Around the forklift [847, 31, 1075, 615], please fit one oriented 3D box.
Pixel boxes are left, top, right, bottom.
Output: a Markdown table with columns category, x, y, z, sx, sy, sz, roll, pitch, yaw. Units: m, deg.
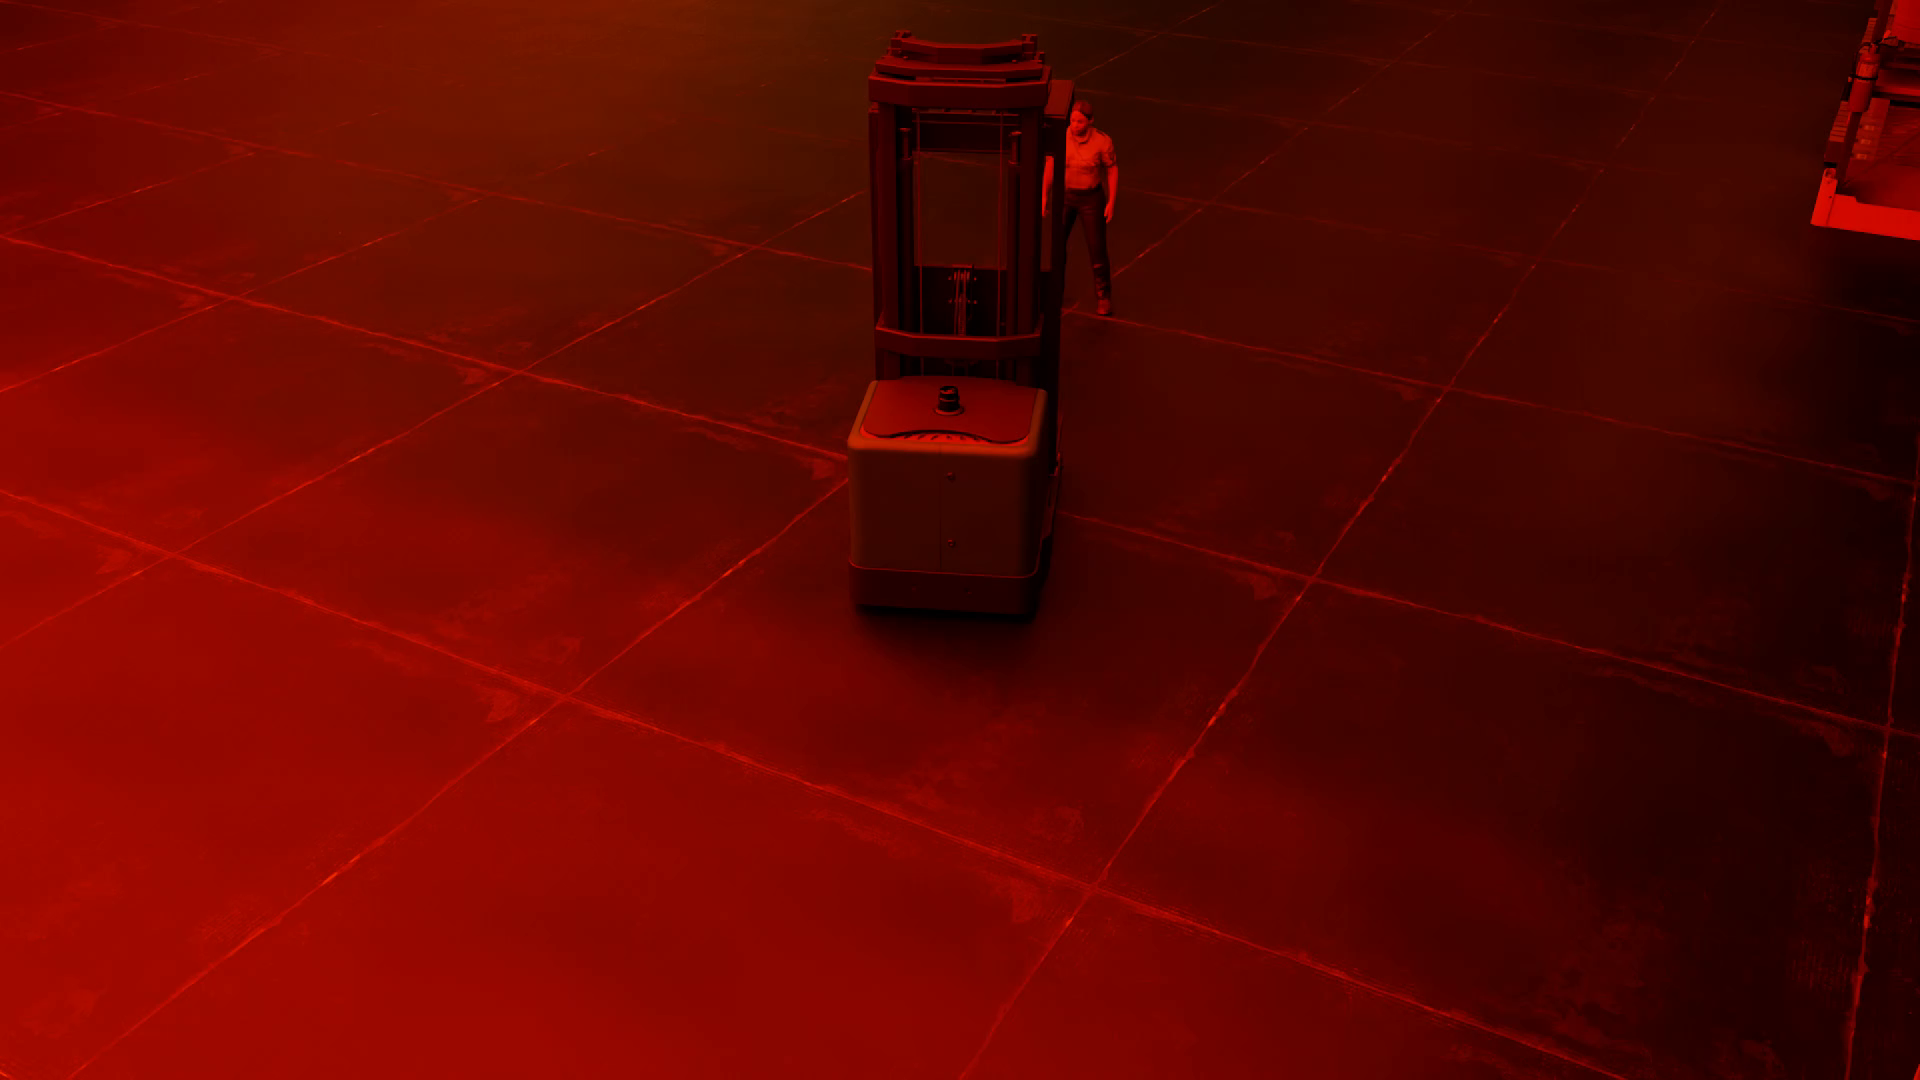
| category | x | y | z | sx | sy | sz | roll | pitch | yaw |
| --- | --- | --- | --- | --- | --- | --- | --- | --- | --- |
| forklift | 0.072 | -1.572 | 9.794 | 1.130 | 2.935 | 3.031 | 3 | 30 | 6 |

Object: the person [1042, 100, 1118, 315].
| category | x | y | z | sx | sy | sz | roll | pitch | yaw |
| --- | --- | --- | --- | --- | --- | --- | --- | --- | --- |
| person | 0.928 | -2.583 | 12.849 | 0.623 | 1.644 | 0.427 | 9 | 31 | 16 |
